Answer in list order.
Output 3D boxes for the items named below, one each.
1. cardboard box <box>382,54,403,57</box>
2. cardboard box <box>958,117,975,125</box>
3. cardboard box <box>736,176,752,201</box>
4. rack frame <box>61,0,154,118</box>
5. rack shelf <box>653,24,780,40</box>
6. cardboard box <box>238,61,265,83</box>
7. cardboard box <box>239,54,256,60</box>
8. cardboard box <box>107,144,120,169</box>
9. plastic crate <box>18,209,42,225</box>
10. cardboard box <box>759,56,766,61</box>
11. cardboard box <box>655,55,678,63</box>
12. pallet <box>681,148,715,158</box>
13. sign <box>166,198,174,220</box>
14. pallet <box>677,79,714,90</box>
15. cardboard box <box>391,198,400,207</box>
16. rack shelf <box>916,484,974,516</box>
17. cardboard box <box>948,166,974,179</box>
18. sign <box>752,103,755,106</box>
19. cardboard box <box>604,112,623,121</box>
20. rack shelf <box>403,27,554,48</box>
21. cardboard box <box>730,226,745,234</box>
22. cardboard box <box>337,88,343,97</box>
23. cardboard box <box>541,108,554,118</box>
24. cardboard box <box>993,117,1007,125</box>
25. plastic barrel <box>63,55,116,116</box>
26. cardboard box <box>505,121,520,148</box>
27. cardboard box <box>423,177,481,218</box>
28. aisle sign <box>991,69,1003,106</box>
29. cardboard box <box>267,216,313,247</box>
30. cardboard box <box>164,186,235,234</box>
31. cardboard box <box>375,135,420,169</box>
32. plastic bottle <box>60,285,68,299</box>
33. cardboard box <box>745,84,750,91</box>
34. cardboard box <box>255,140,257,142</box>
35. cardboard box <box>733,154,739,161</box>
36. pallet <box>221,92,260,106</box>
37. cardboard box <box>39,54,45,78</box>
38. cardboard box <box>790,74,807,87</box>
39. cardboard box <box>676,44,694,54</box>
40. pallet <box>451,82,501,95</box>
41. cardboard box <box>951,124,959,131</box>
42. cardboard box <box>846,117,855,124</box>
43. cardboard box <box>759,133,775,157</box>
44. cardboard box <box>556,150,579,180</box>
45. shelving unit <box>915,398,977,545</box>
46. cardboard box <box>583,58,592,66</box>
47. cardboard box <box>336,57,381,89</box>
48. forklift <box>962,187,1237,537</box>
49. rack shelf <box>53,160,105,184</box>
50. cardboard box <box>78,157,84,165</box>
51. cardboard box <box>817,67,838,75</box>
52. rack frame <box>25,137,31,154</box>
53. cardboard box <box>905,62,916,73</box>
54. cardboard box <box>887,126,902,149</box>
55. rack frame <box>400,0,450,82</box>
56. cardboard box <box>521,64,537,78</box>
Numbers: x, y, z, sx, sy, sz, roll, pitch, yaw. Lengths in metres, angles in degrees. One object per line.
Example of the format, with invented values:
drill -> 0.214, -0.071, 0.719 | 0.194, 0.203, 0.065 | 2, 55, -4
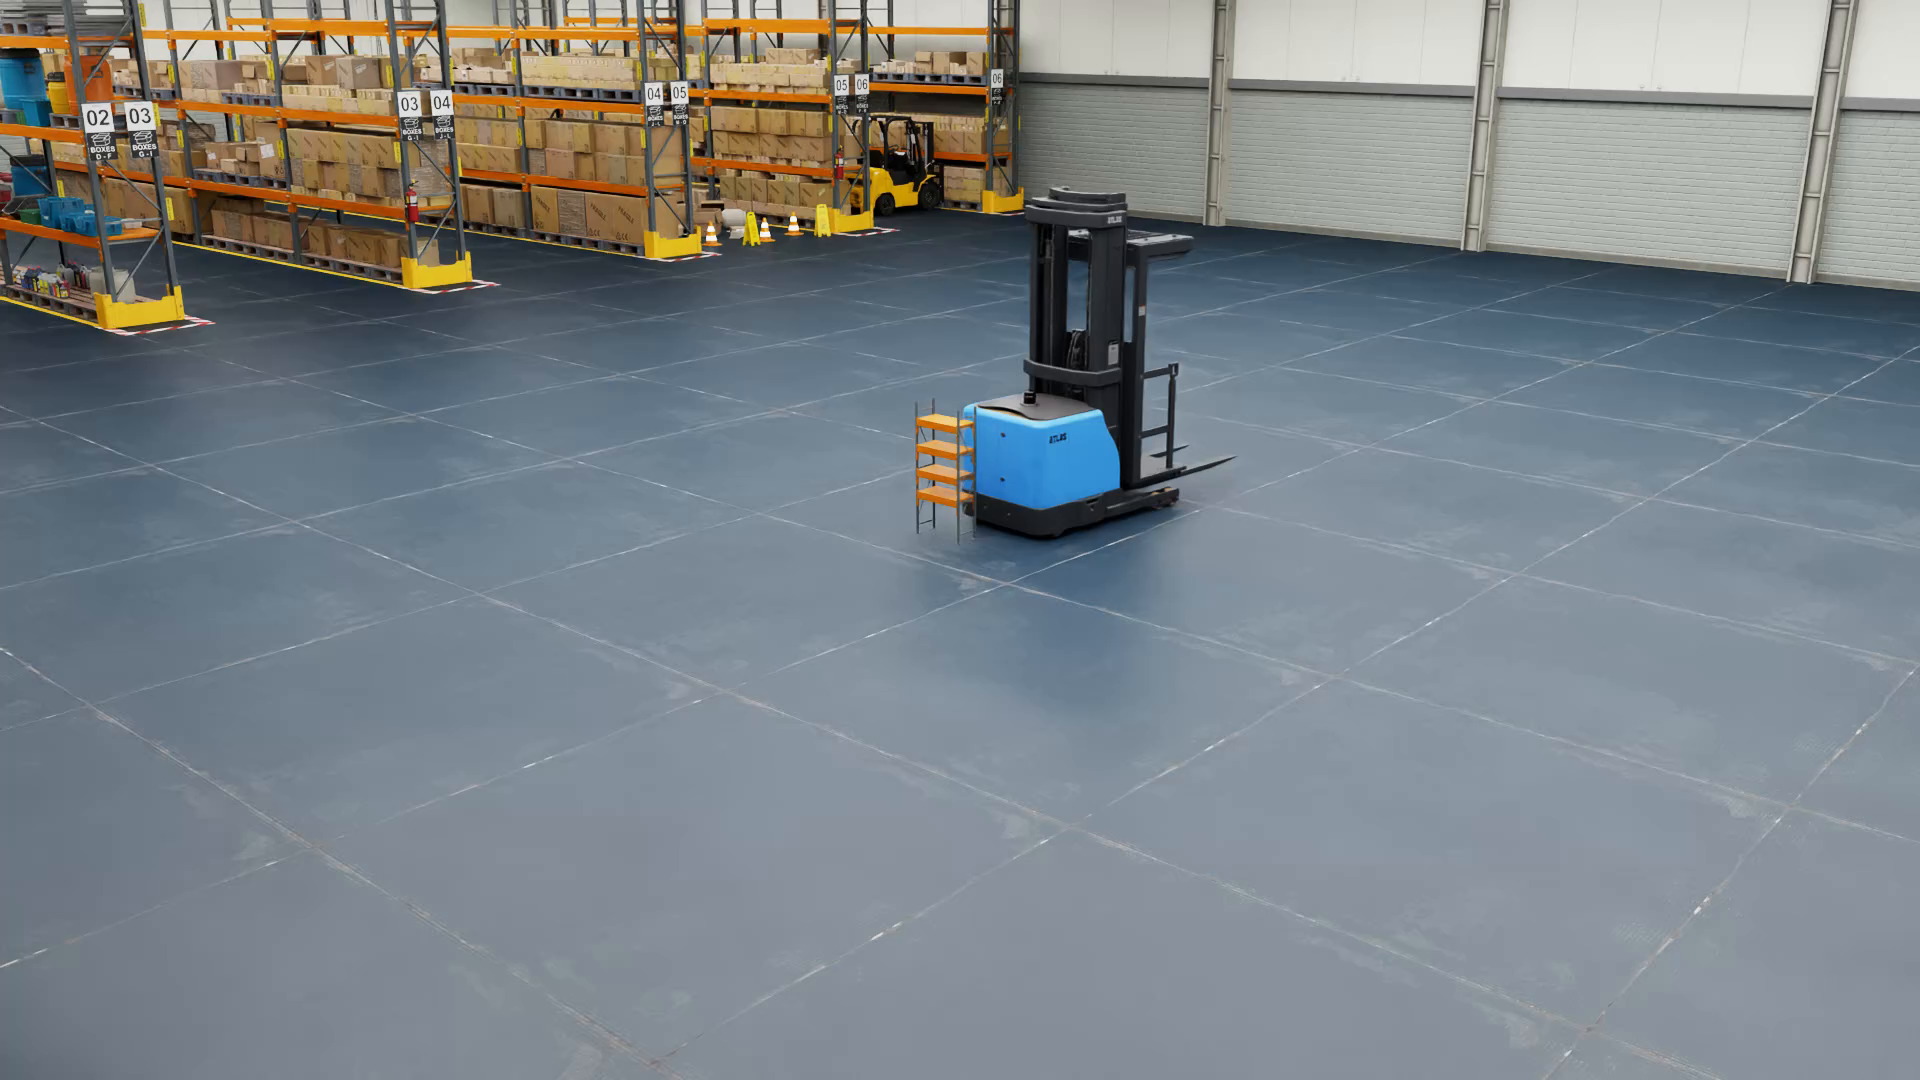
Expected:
cardboard box -> -12.361, -10.475, 36.318 | 0.258, 0.266, 0.396 | 15, 23, 39
cardboard box -> 0.166, -9.780, 38.789 | 0.250, 0.149, 0.380 | 16, 23, 40
cardboard box -> -4.621, -7.810, 36.923 | 0.500, 0.500, 0.500 | 16, 24, 41
rack frame -> -12.165, -7.541, 23.547 | 0.127, 3.000, 1.000 | 15, 23, 39
rack shelf -> -6.487, -13.502, 44.179 | 4.000, 0.370, 1.077 | 15, 23, 39
cardboard box -> -13.587, -8.882, 31.738 | 0.500, 0.500, 0.500 | 16, 23, 40
cardboard box -> -17.385, -11.787, 40.645 | 0.250, 0.149, 0.380 | 15, 23, 39
cardboard box -> -17.674, -8.111, 35.093 | 0.500, 0.500, 0.500 | 15, 23, 39
plastic crate -> -14.329, -5.048, 25.957 | 0.662, 0.188, 0.450 | 15, 23, 39
cardboard box -> -5.083, -12.601, 43.546 | 0.250, 0.149, 0.380 | 14, 22, 37
cardboard box -> -6.587, -10.932, 37.916 | 0.500, 0.250, 0.500 | 16, 23, 40
pallet -> -5.766, -8.943, 38.197 | 1.213, 0.211, 1.003 | 15, 23, 39
sign -> -11.796, -4.937, 24.802 | 0.005, 0.325, 0.100 | 15, 23, 39
pallet -> -5.682, -10.336, 37.622 | 1.003, 0.211, 1.213 | 15, 23, 39
cardboard box -> -9.414, -5.744, 28.215 | 0.250, 0.149, 0.380 | 15, 23, 39
rack shelf -> -0.124, -0.352, 14.664 | 0.480, 0.148, 0.258 | 15, 23, 39
cardboard box -> 0.055, -8.658, 39.180 | 0.500, 0.250, 0.500 | 16, 23, 40
sign -> -5.344, -11.164, 43.096 | 0.005, 0.325, 0.100 | 15, 23, 39
cardboard box -> -8.100, -9.898, 39.538 | 0.500, 0.500, 0.500 | 14, 22, 38
rack shelf -> -9.997, -10.435, 34.515 | 4.000, 0.370, 1.077 | 15, 23, 39
cardboard box -> -4.620, -6.492, 34.870 | 0.380, 0.149, 0.250 | -6, 18, -18
cardboard box -> -10.434, -7.664, 28.482 | 0.250, 0.149, 0.380 | 14, 22, 37
cardboard box -> -9.973, -10.525, 41.048 | 0.500, 0.500, 0.500 | 15, 23, 38
cardboard box -> 0.883, -9.783, 38.797 | 0.250, 0.149, 0.380 | 14, 23, 38
plastic barrel -> -12.613, -6.585, 24.089 | 0.708, 0.830, 0.600 | 15, 23, 39
cardboard box -> -8.876, -8.330, 34.131 | 0.500, 0.500, 0.700 | 15, 23, 38
cardboard box -> -11.097, -7.496, 36.346 | 0.750, 0.750, 1.050 | 15, 23, 39
aisle sign -> 0.847, -10.328, 37.947 | 0.004, 0.787, 0.394 | 15, 23, 39
cardboard box -> -12.658, -5.852, 31.546 | 0.500, 0.500, 0.700 | 15, 23, 39
cardboard box -> -15.363, -6.740, 33.756 | 0.875, 0.875, 1.225 | 14, 22, 37
cardboard box -> -9.453, -6.523, 27.945 | 0.500, 0.500, 0.500 | 15, 23, 39
plastic bottle -> -13.829, -3.827, 25.660 | 0.097, 0.201, 0.097 | 0, 18, 0
cardboard box -> -4.450, -9.834, 36.145 | 0.250, 0.149, 0.380 | 14, 22, 38
cardboard box -> -17.068, -9.750, 40.839 | 0.250, 0.149, 0.380 | 14, 22, 38
cardboard box -> -4.826, -8.507, 36.921 | 0.250, 0.149, 0.380 | 15, 23, 39
pallet -> -13.038, -8.301, 31.211 | 1.003, 0.211, 1.213 | 15, 23, 39
cardboard box -> -20.079, -10.508, 36.827 | 0.500, 0.500, 0.700 | 14, 22, 37
cardboard box -> -3.227, -9.691, 35.034 | 0.500, 0.250, 0.500 | 15, 23, 39
cardboard box -> -7.488, -13.383, 45.292 | 0.258, 0.266, 0.396 | 15, 23, 39
pallet -> -10.138, -9.509, 35.018 | 1.213, 0.211, 1.003 | 16, 24, 42
cardboard box -> 0.005, -9.694, 39.010 | 0.250, 0.149, 0.380 | 15, 23, 39
cardboard box -> -2.607, -10.394, 41.216 | 0.250, 0.149, 0.380 | 15, 23, 38
cardboard box -> -3.998, -8.590, 36.110 | 0.500, 0.500, 0.500 | 15, 23, 40
cardboard box -> -7.465, -7.467, 32.983 | 0.550, 0.550, 0.875 | 15, 23, 39
shelving unit -> -0.124, -0.605, 14.583 | 0.503, 1.200, 0.258 | 15, 23, 39
cardboard box -> -6.937, -9.089, 31.618 | 0.250, 0.149, 0.380 | 15, 23, 38
cardboard box -> -10.204, -7.914, 28.196 | 0.500, 0.500, 0.500 | 15, 23, 39
forklift -> 1.430, -1.782, 15.430 | 3.031, 2.935, 1.130 | -16, 24, -41
rack shelf -> -19.348, -8.271, 36.951 | 4.000, 0.370, 1.077 | 15, 23, 39
cardboard box -> -18.875, -8.234, 36.062 | 0.250, 0.149, 0.380 | 16, 23, 40
cardboard box -> -2.748, -9.736, 34.517 | 0.250, 0.149, 0.380 | 15, 23, 40
rack frame -> -20.844, -9.015, 38.108 | 0.127, 3.000, 1.000 | 15, 23, 39
cardboard box -> -1.091, -11.218, 39.454 | 0.258, 0.266, 0.396 | 14, 23, 38
cardboard box -> -1.440, -9.770, 40.322 | 0.500, 0.500, 0.500 | 16, 23, 40
rack frame -> -11.493, -11.370, 35.611 | 0.127, 3.000, 1.000 | 15, 23, 39
cardboard box -> -8.321, -9.294, 32.924 | 0.500, 0.250, 0.500 | 15, 23, 40
